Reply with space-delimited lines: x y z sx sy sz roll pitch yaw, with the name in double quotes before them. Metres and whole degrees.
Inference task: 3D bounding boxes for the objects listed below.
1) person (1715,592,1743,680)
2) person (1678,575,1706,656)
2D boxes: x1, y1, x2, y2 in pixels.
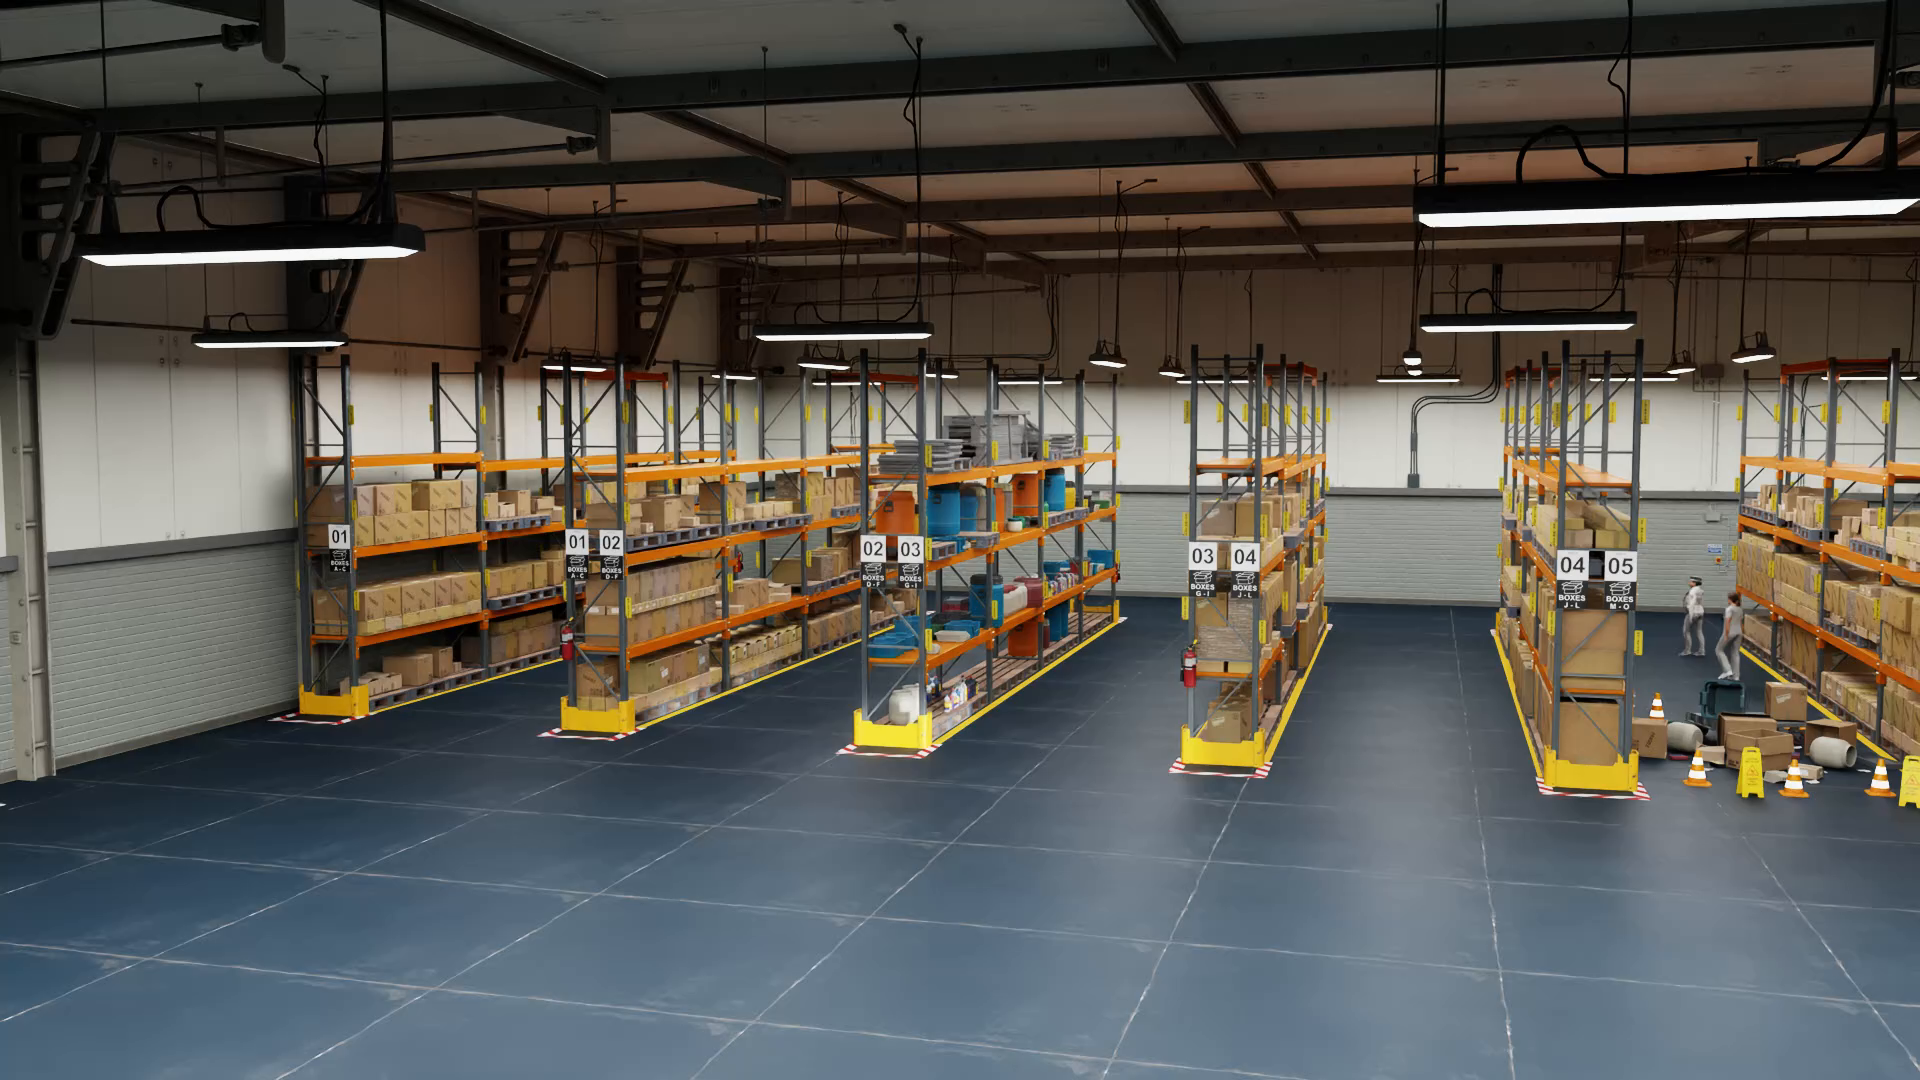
"person" 14.587 1.814 31.411 0.470 1.671 0.431 -1 5 -18
"person" 15.266 1.587 34.555 0.519 1.708 0.569 -3 5 -30
